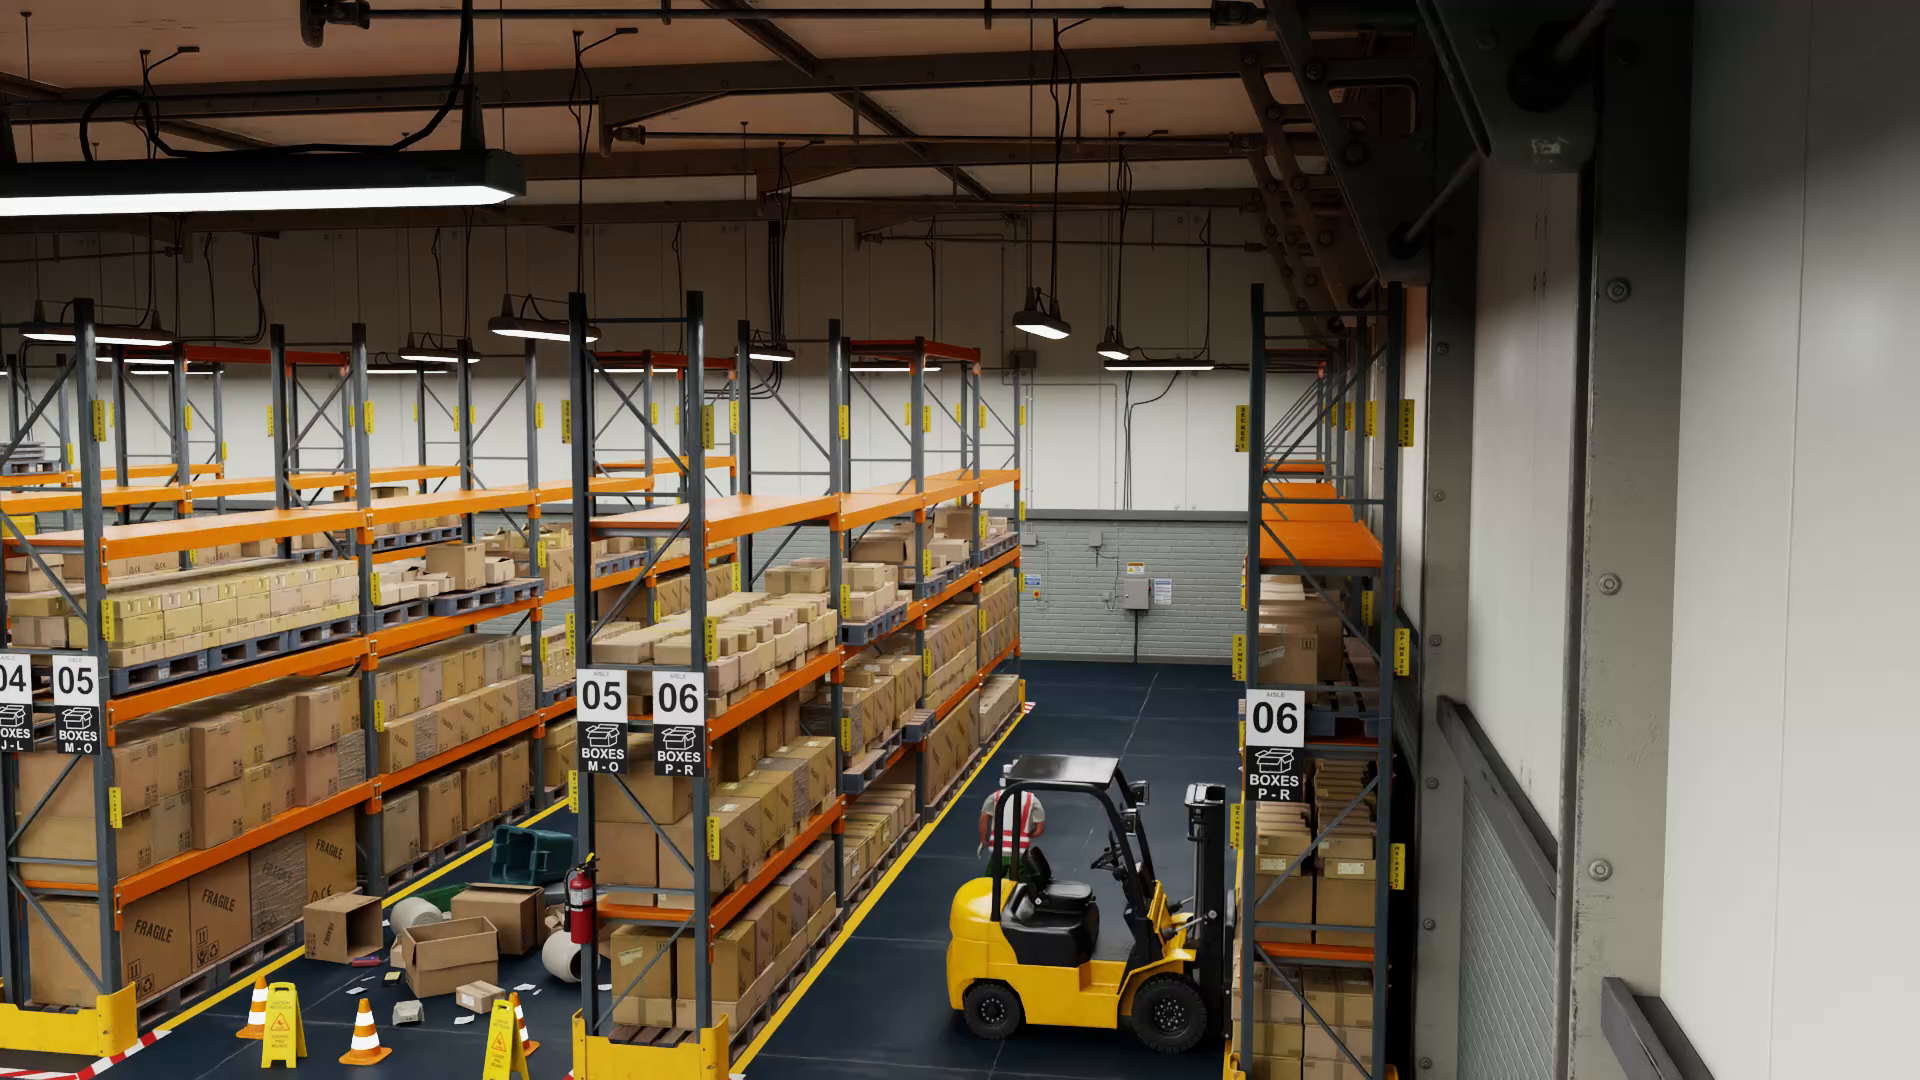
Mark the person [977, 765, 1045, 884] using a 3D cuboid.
[{"bbox_3d":[0.488,3.035,16.167,0.660,1.679,0.790,1,5,10],"label":"person"}]
